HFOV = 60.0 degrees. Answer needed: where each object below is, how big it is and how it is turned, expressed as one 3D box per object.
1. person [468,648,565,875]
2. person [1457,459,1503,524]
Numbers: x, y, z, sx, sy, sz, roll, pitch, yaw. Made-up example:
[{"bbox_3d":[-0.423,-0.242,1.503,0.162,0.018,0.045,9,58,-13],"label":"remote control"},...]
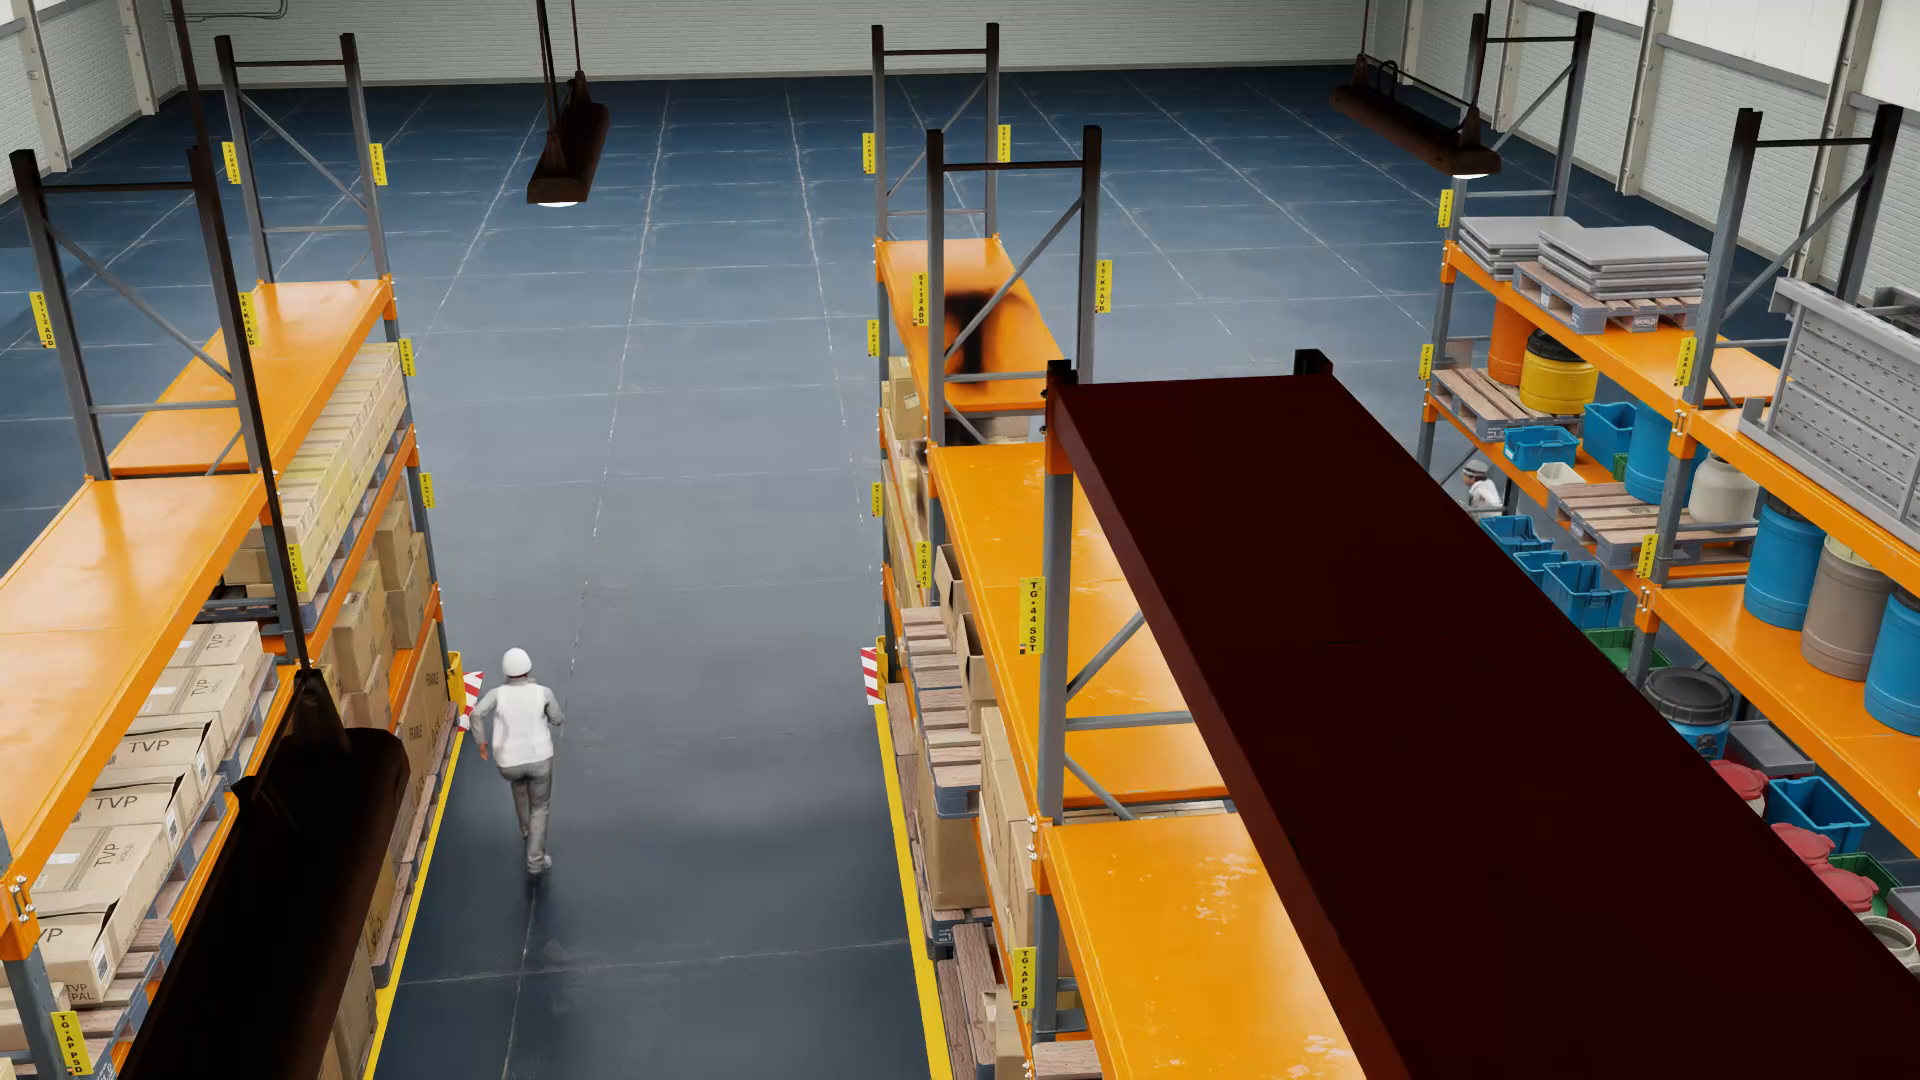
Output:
[{"bbox_3d":[-3.391,1.750,12.912,0.691,1.783,0.952,-5,26,-10],"label":"person"},{"bbox_3d":[5.359,-0.006,16.755,0.919,1.537,0.649,15,29,28],"label":"person"}]
